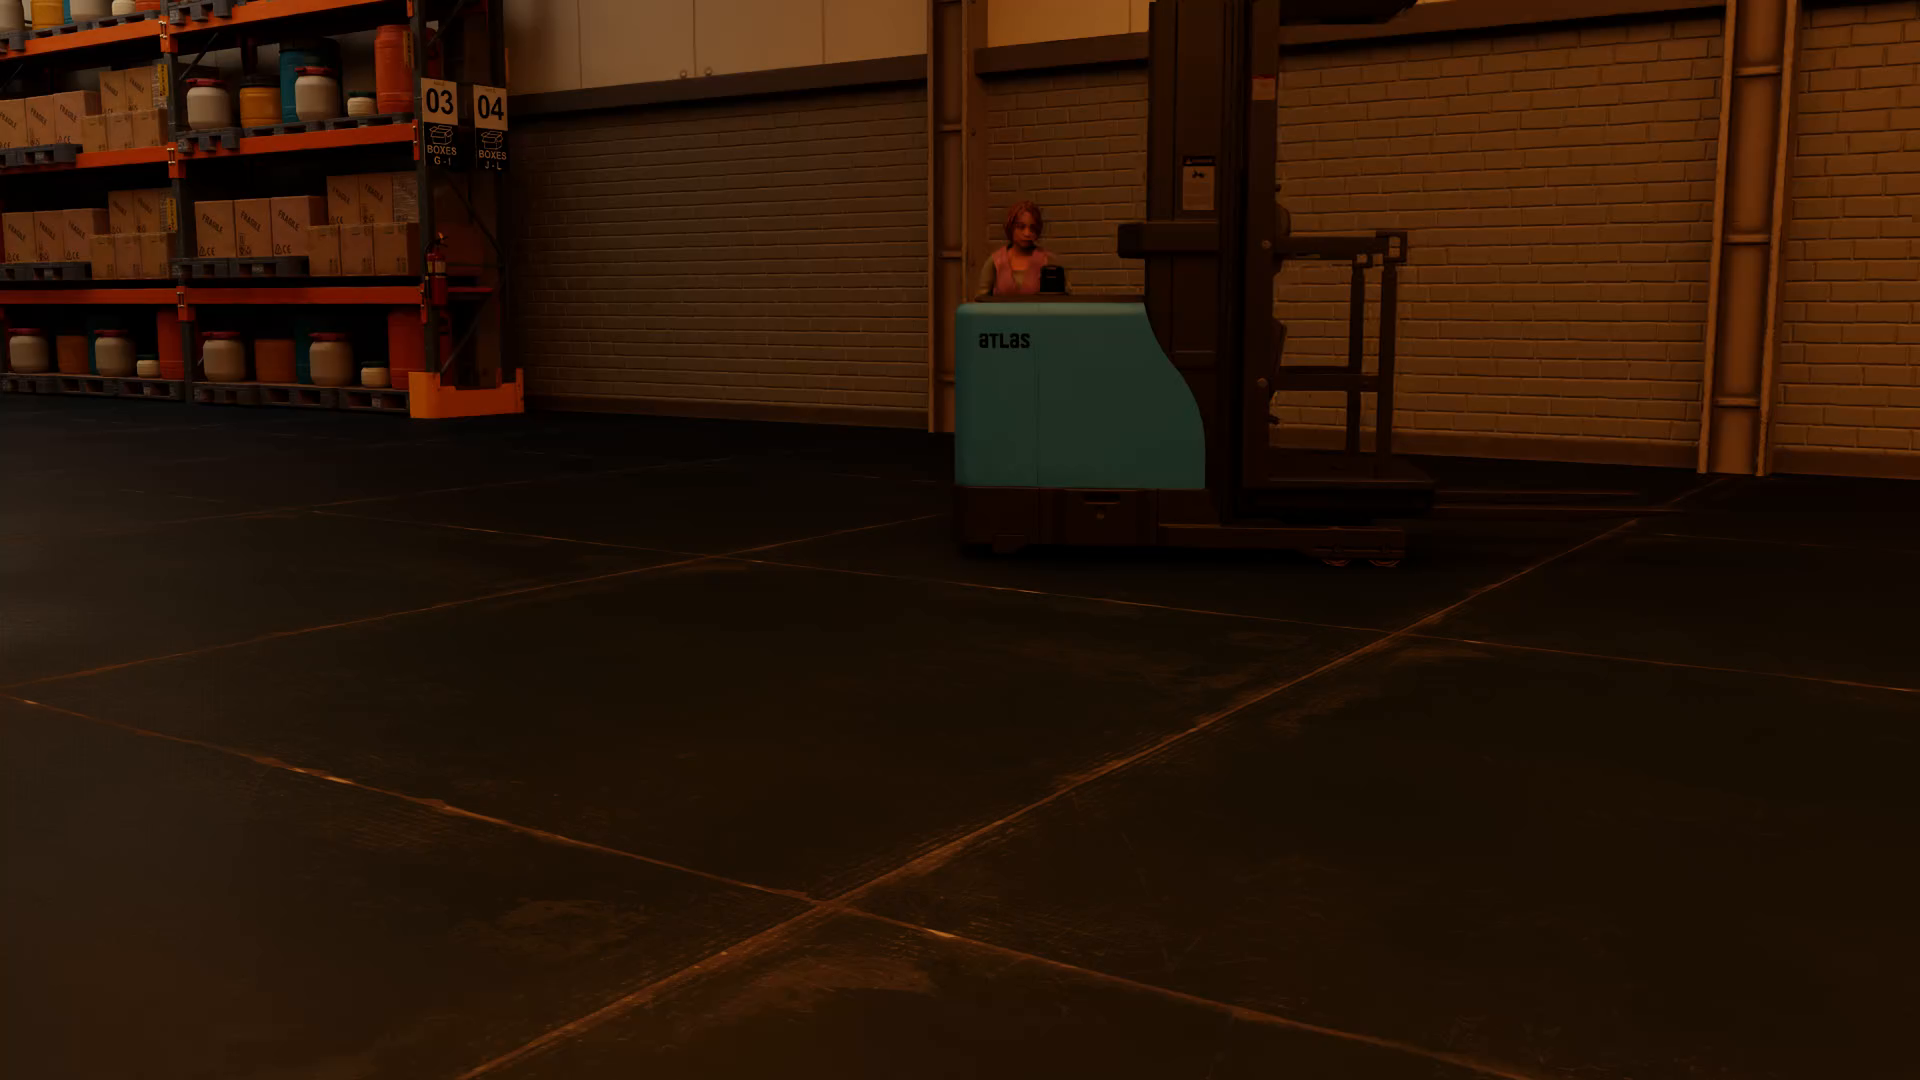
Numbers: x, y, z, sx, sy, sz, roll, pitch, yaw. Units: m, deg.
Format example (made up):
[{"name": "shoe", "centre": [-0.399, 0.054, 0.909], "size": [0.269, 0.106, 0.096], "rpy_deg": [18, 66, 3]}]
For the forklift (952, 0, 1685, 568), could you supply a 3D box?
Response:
[{"name": "forklift", "centre": [1.516, -1.417, 7.155], "size": [3.031, 2.935, 1.130], "rpy_deg": [1, 8, 6]}]

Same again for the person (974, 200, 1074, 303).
[{"name": "person", "centre": [0.346, -0.896, 8.330], "size": [0.654, 1.574, 0.324], "rpy_deg": [1, 8, 4]}]
